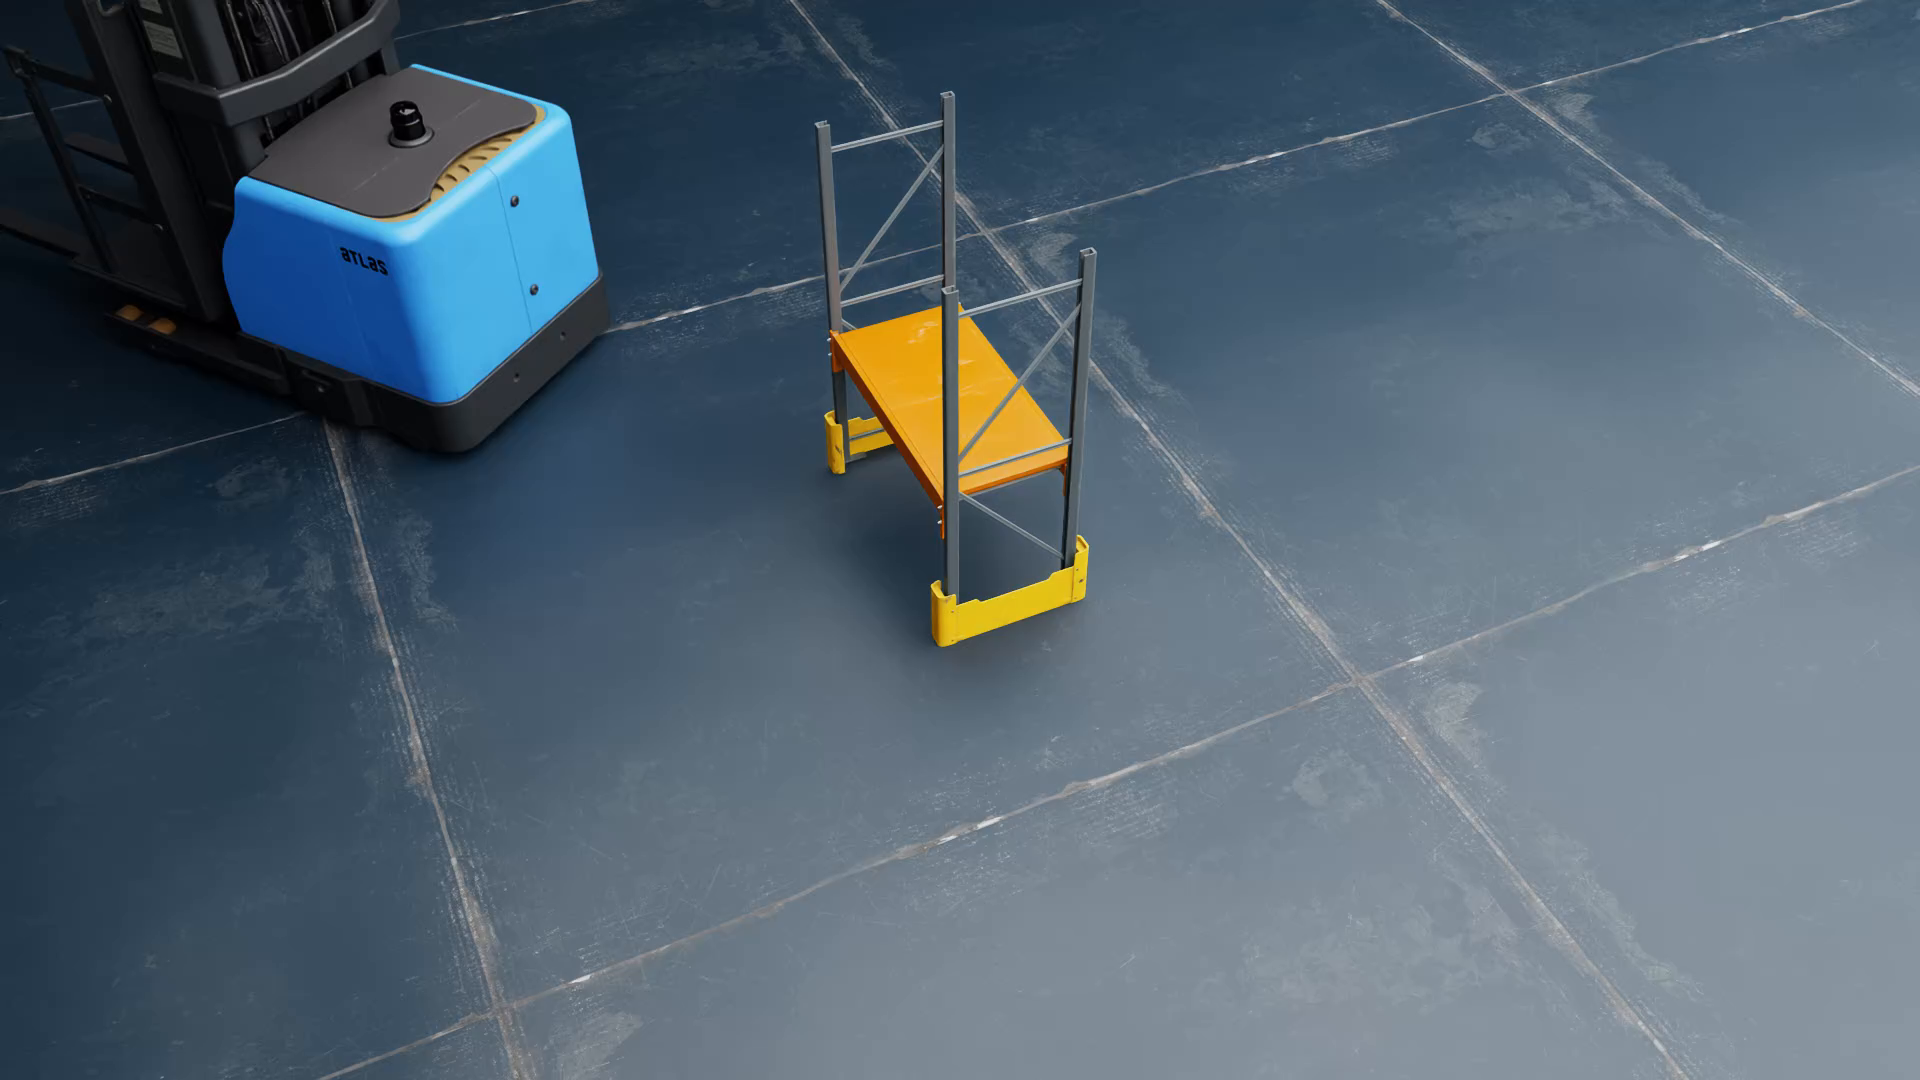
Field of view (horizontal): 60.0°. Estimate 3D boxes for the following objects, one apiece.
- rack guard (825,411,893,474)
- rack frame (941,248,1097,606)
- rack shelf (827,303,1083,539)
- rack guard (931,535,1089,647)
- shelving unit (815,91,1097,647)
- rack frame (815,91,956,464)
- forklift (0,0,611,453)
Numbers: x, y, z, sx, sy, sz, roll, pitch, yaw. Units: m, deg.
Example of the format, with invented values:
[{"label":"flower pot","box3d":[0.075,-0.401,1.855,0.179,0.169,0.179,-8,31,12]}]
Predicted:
[{"label":"rack guard","box3d":[-0.241,-0.455,6.533,0.587,0.250,0.087,-18,47,-17]},{"label":"rack frame","box3d":[0.178,-0.264,5.450,0.500,1.500,0.032,-18,47,-17]},{"label":"rack shelf","box3d":[-0.036,-0.460,5.905,0.538,0.185,1.000,-18,47,-17]},{"label":"rack guard","box3d":[0.177,0.180,5.890,0.587,0.250,0.087,-18,47,-17]},{"label":"shelving unit","box3d":[-0.032,-0.582,5.772,0.587,1.500,1.083,-18,47,-17]},{"label":"rack frame","box3d":[-0.250,-0.912,6.107,0.500,1.500,0.032,-18,47,-17]},{"label":"forklift","box3d":[-3.040,-2.121,6.313,3.031,2.935,1.130,20,48,19]}]
